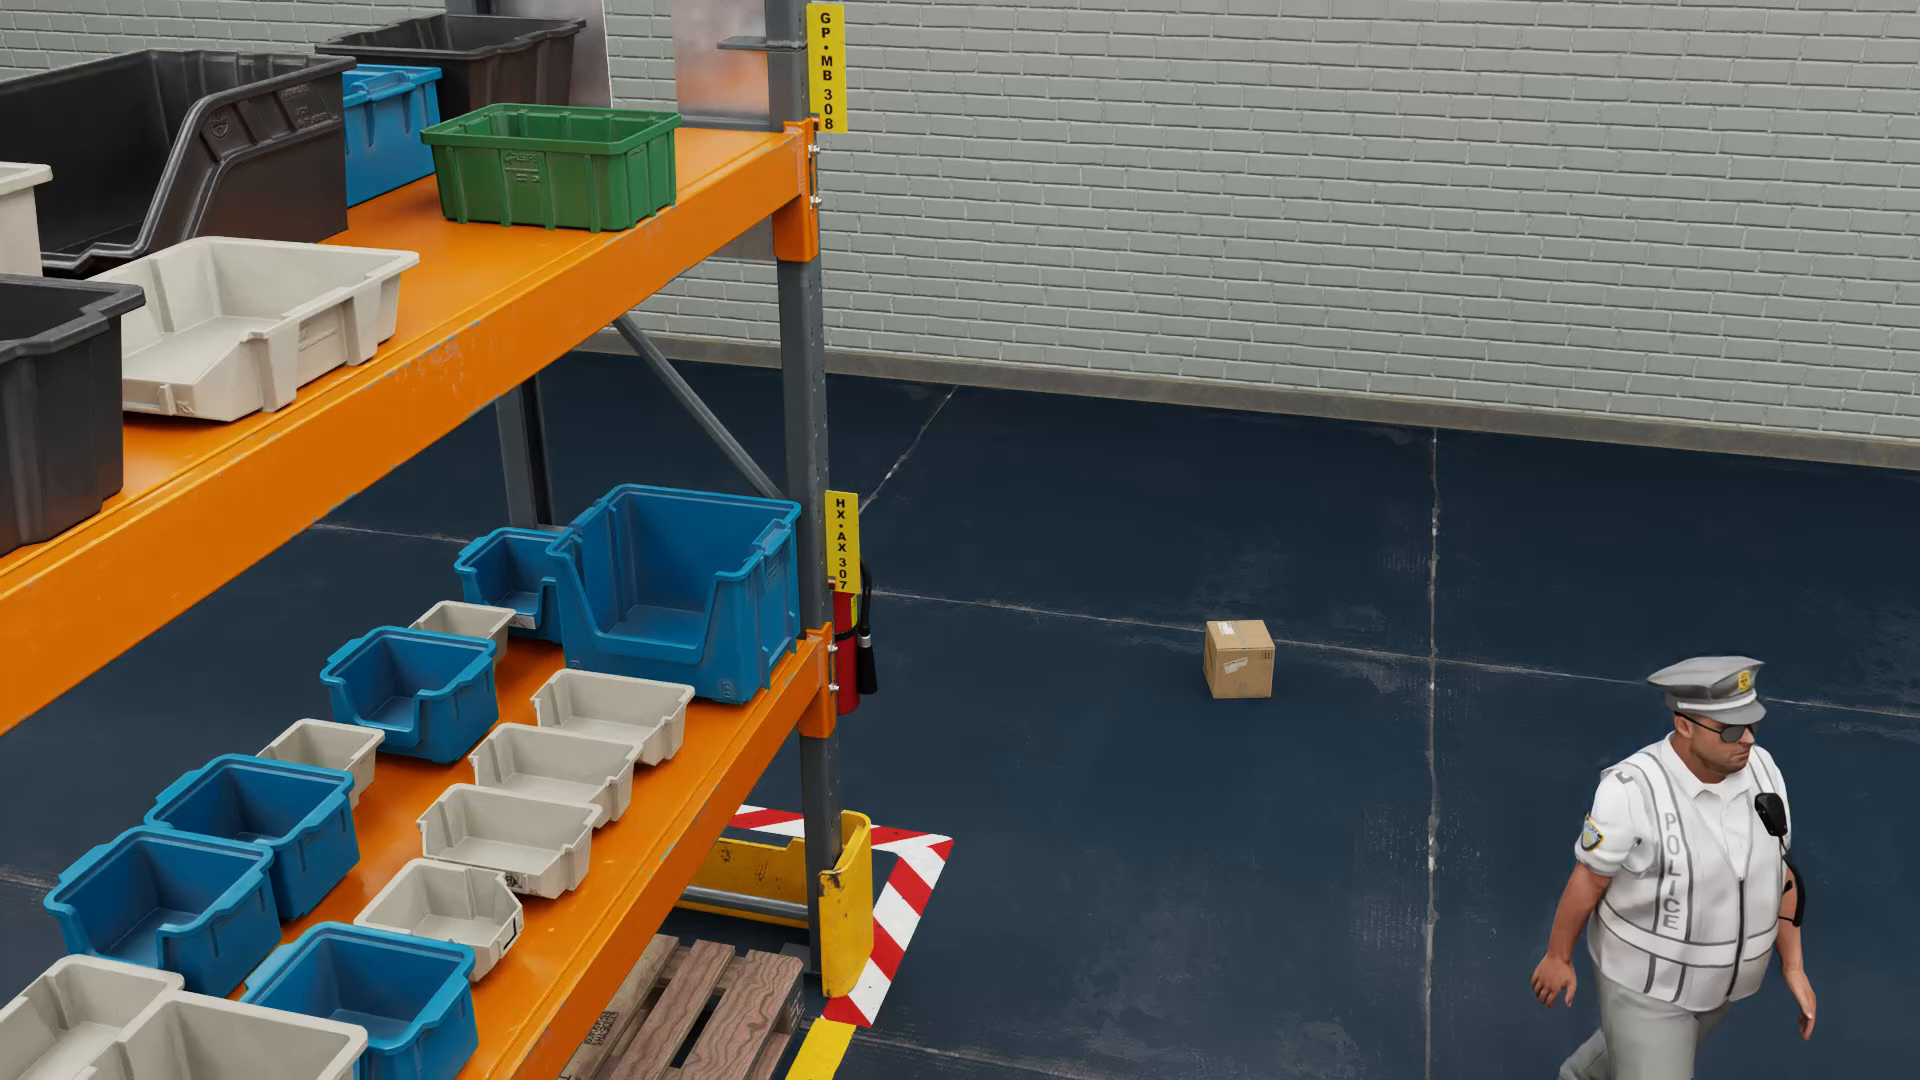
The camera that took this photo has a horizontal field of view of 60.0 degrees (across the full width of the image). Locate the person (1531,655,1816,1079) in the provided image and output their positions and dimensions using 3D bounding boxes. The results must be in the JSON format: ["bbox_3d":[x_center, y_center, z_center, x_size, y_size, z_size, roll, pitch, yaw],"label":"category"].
[{"bbox_3d":[1.879,1.107,4.193,0.576,1.717,0.972,-8,26,-17],"label":"person"}]
